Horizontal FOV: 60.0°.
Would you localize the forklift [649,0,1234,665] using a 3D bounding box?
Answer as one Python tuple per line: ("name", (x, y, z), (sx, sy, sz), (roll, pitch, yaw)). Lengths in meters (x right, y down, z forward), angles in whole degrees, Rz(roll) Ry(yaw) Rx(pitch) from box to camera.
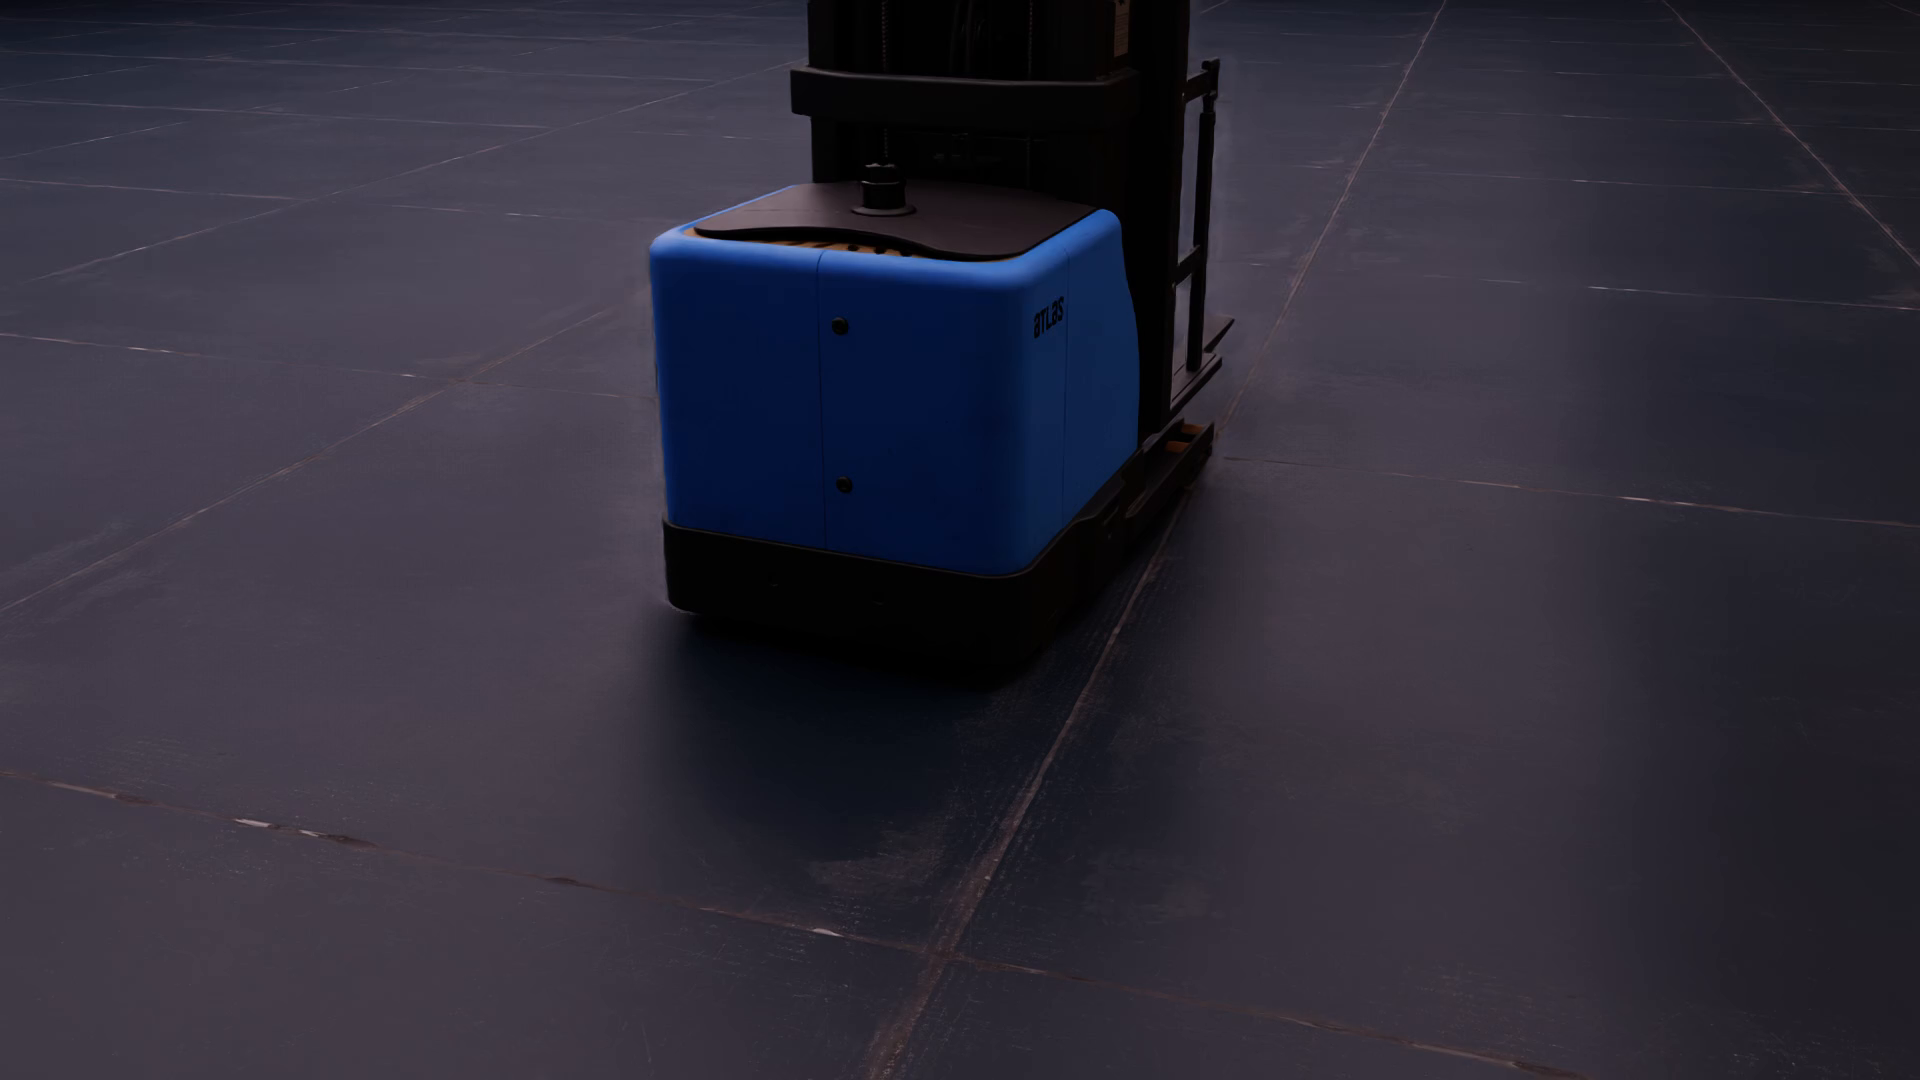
("forklift", (0.225, -1.572, 5.087), (1.130, 2.935, 3.031), (9, 24, 20))
